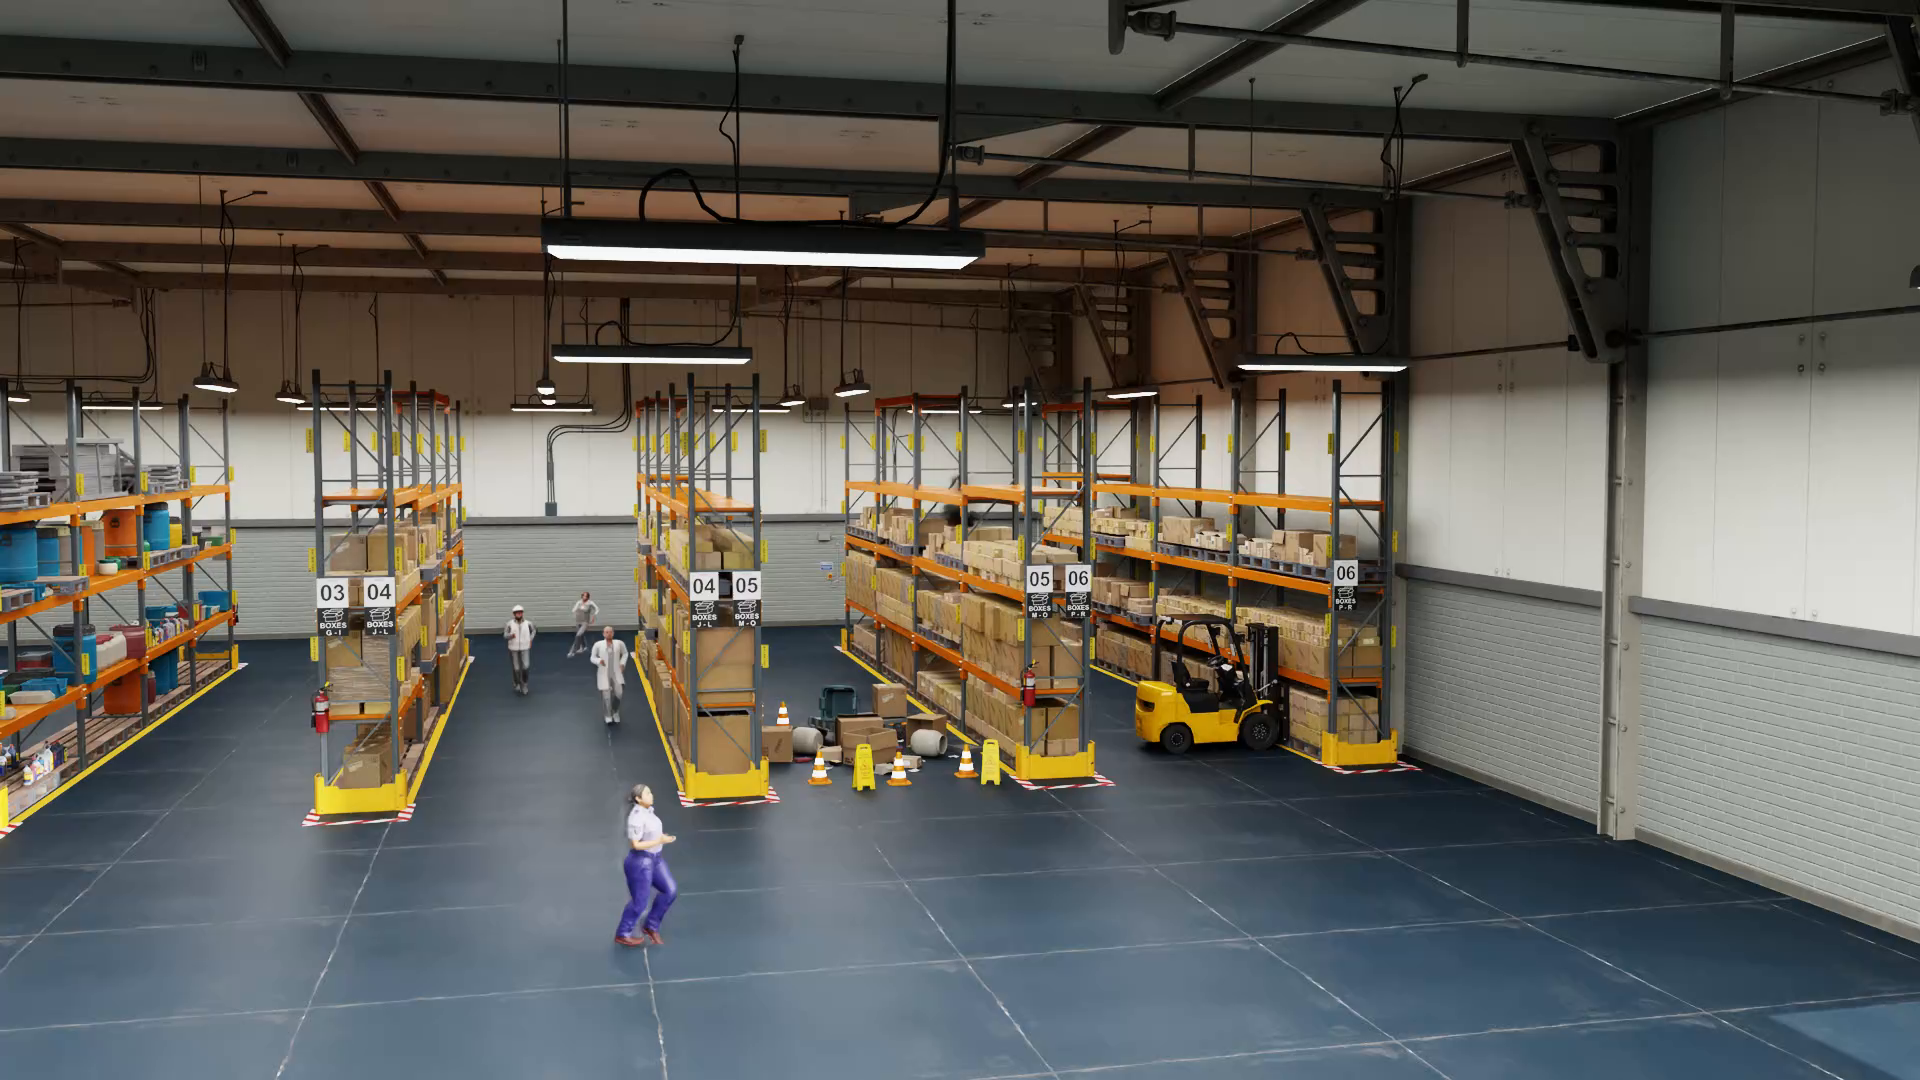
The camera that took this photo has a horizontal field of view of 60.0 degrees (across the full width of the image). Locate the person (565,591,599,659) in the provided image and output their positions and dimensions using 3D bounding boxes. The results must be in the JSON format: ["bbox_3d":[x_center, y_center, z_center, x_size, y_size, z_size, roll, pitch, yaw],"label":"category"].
[{"bbox_3d":[-8.863,1.972,39.110,0.652,1.562,0.851,1,3,18],"label":"person"}]

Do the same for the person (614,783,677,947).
[{"bbox_3d":[-3.101,3.241,16.482,0.661,1.676,0.586,1,3,11],"label":"person"}]

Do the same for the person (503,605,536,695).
[{"bbox_3d":[-8.805,2.206,33.274,0.641,1.800,0.689,-1,3,-17],"label":"person"}]

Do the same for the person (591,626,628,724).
[{"bbox_3d":[-6.214,2.415,29.600,0.687,1.751,0.690,-1,3,-19],"label":"person"}]
